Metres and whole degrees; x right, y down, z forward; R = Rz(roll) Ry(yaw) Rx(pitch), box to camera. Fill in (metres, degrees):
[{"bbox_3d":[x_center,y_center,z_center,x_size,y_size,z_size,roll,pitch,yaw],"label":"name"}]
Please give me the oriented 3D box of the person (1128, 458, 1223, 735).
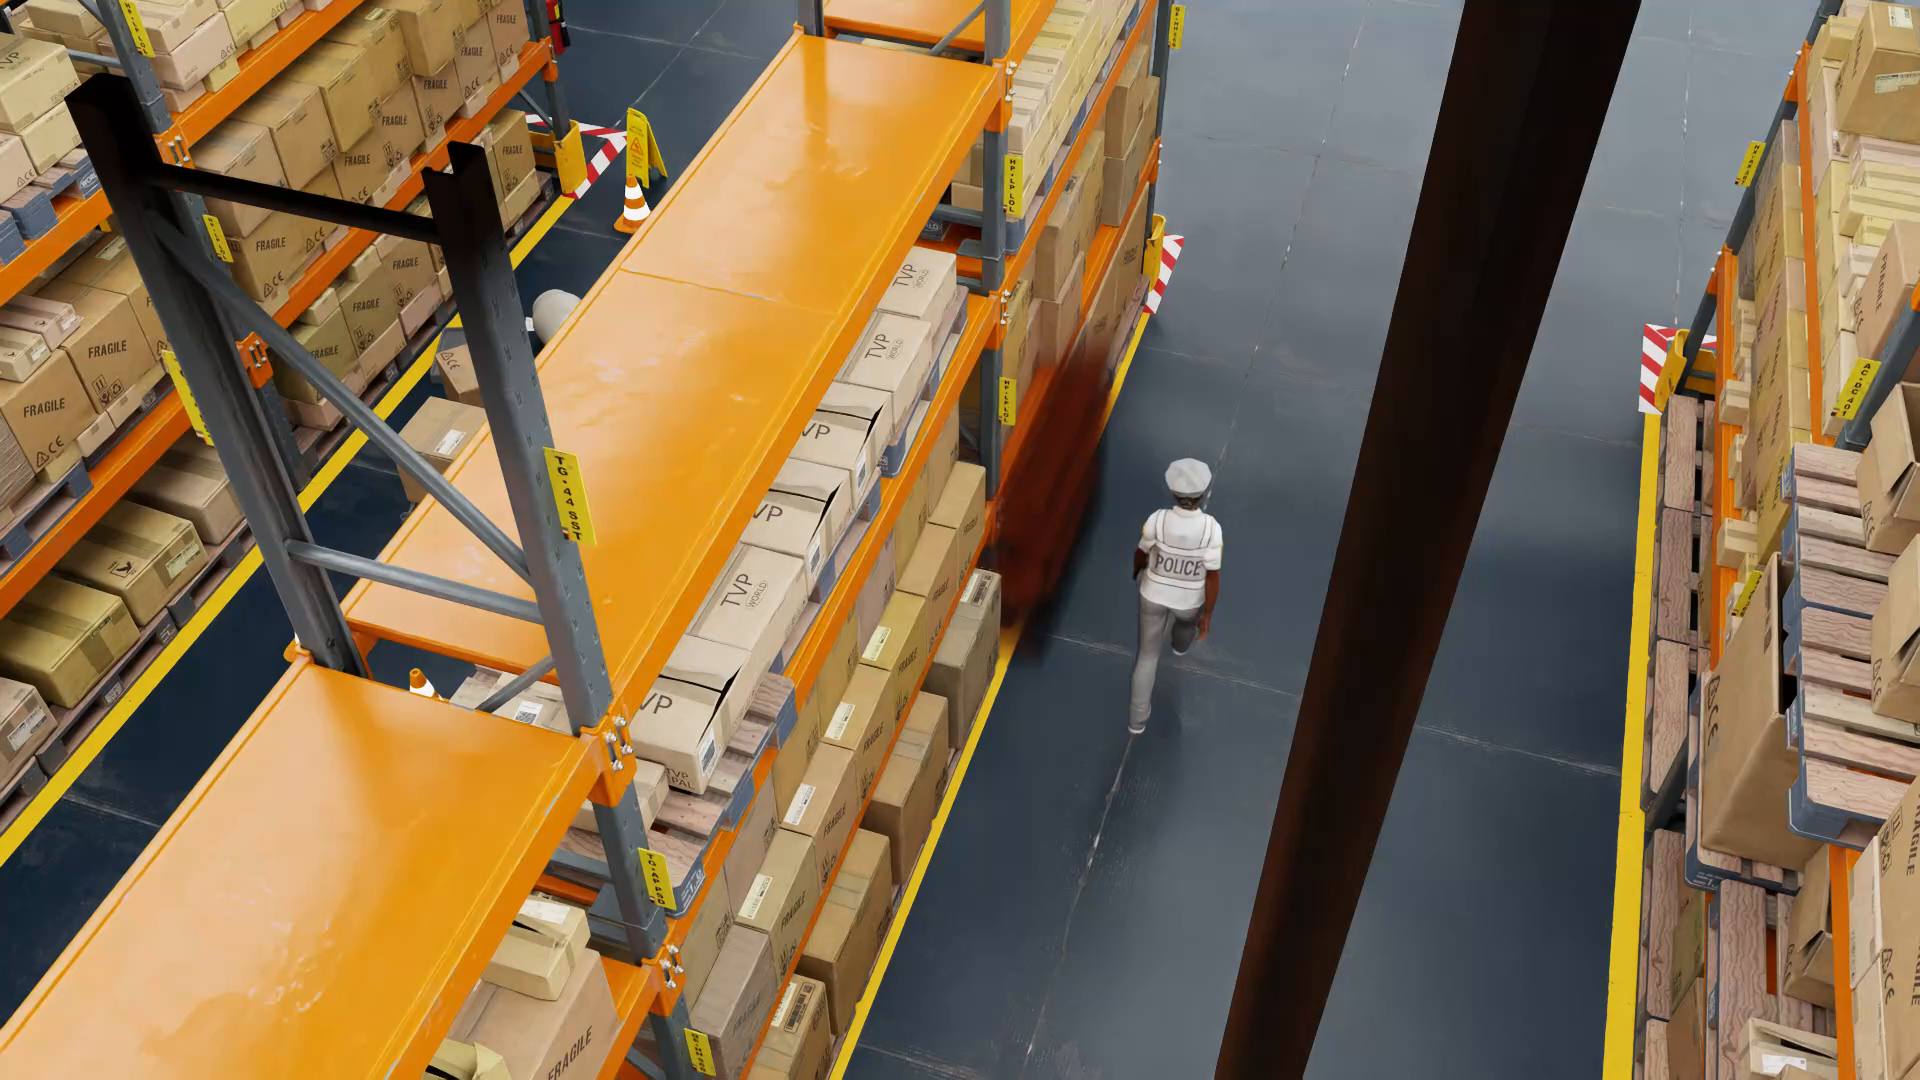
[{"bbox_3d":[1.196,0.272,9.318,0.509,1.596,0.997,12,47,11],"label":"person"}]
